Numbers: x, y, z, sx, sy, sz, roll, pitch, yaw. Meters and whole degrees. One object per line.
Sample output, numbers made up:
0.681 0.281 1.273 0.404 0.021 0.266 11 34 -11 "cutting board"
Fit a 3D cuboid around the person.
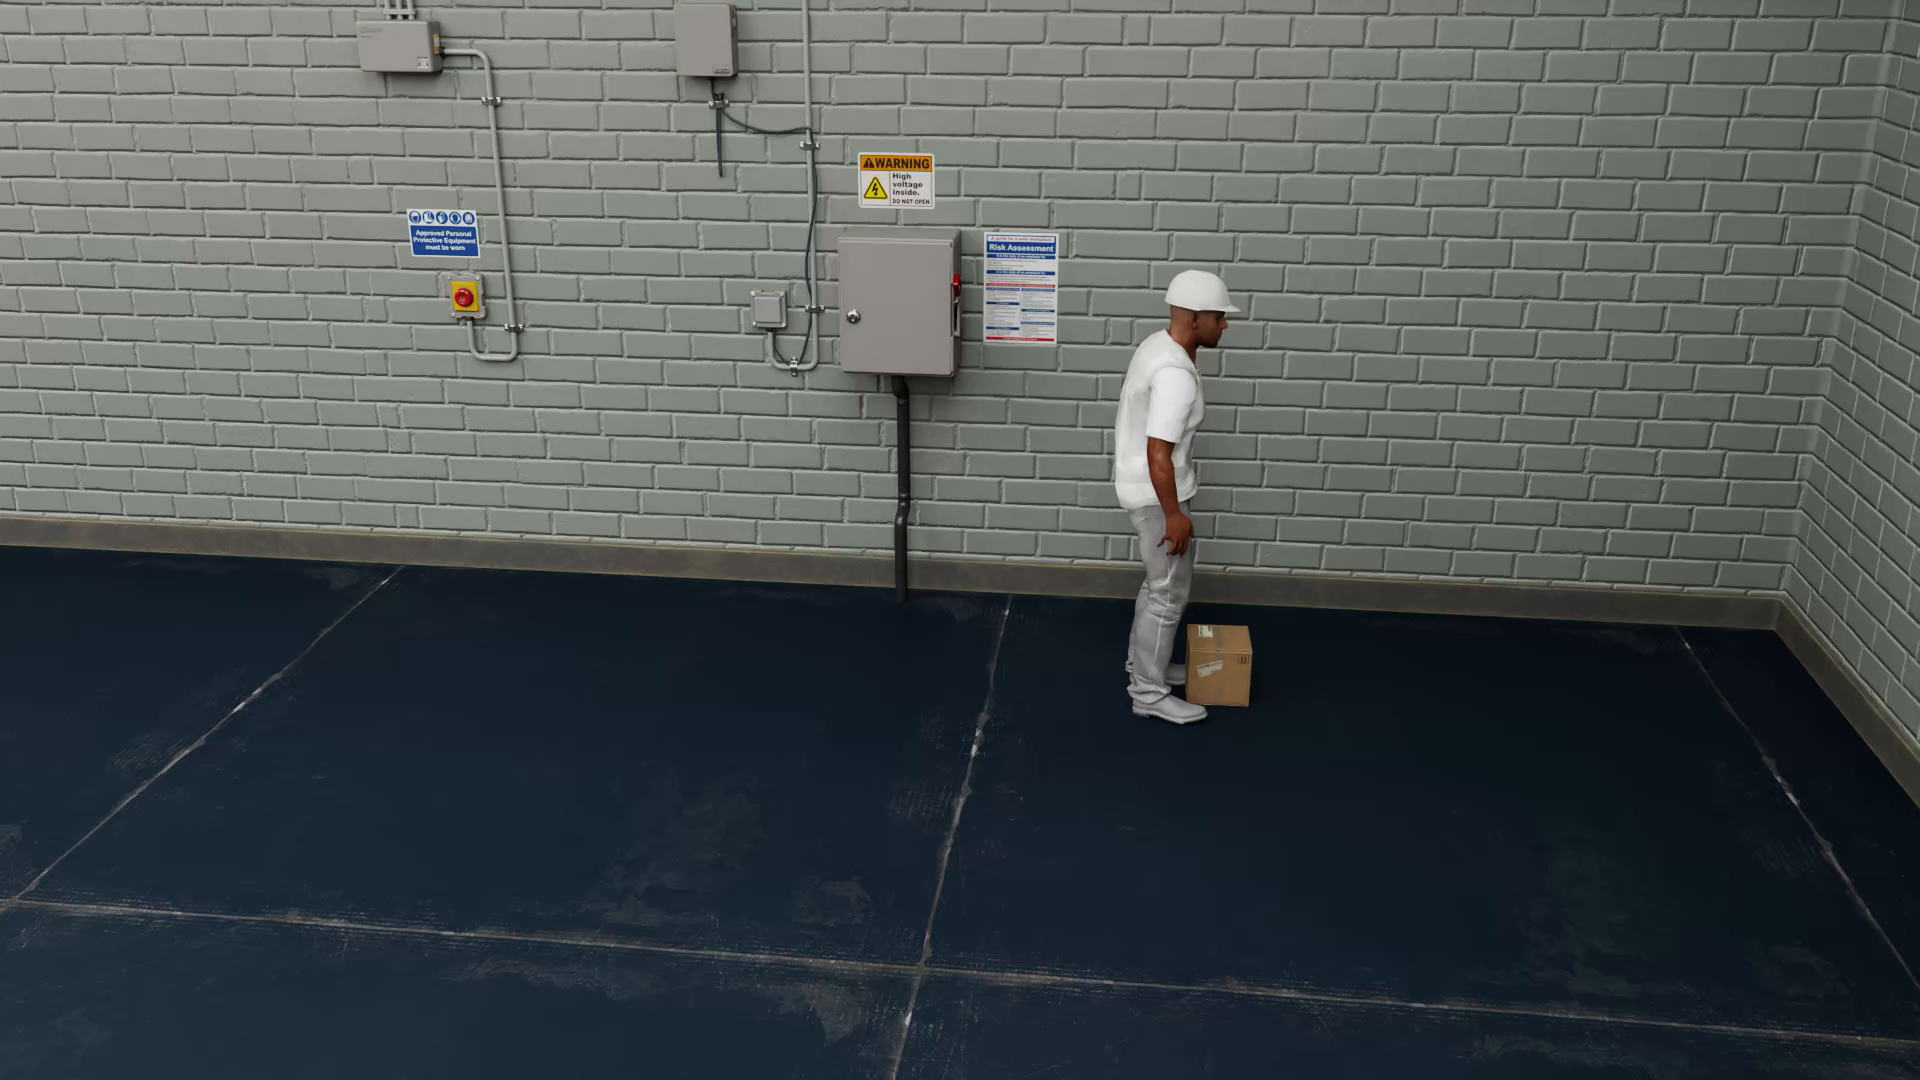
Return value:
0.831 -0.185 6.537 0.459 1.761 0.627 2 21 6 "person"
